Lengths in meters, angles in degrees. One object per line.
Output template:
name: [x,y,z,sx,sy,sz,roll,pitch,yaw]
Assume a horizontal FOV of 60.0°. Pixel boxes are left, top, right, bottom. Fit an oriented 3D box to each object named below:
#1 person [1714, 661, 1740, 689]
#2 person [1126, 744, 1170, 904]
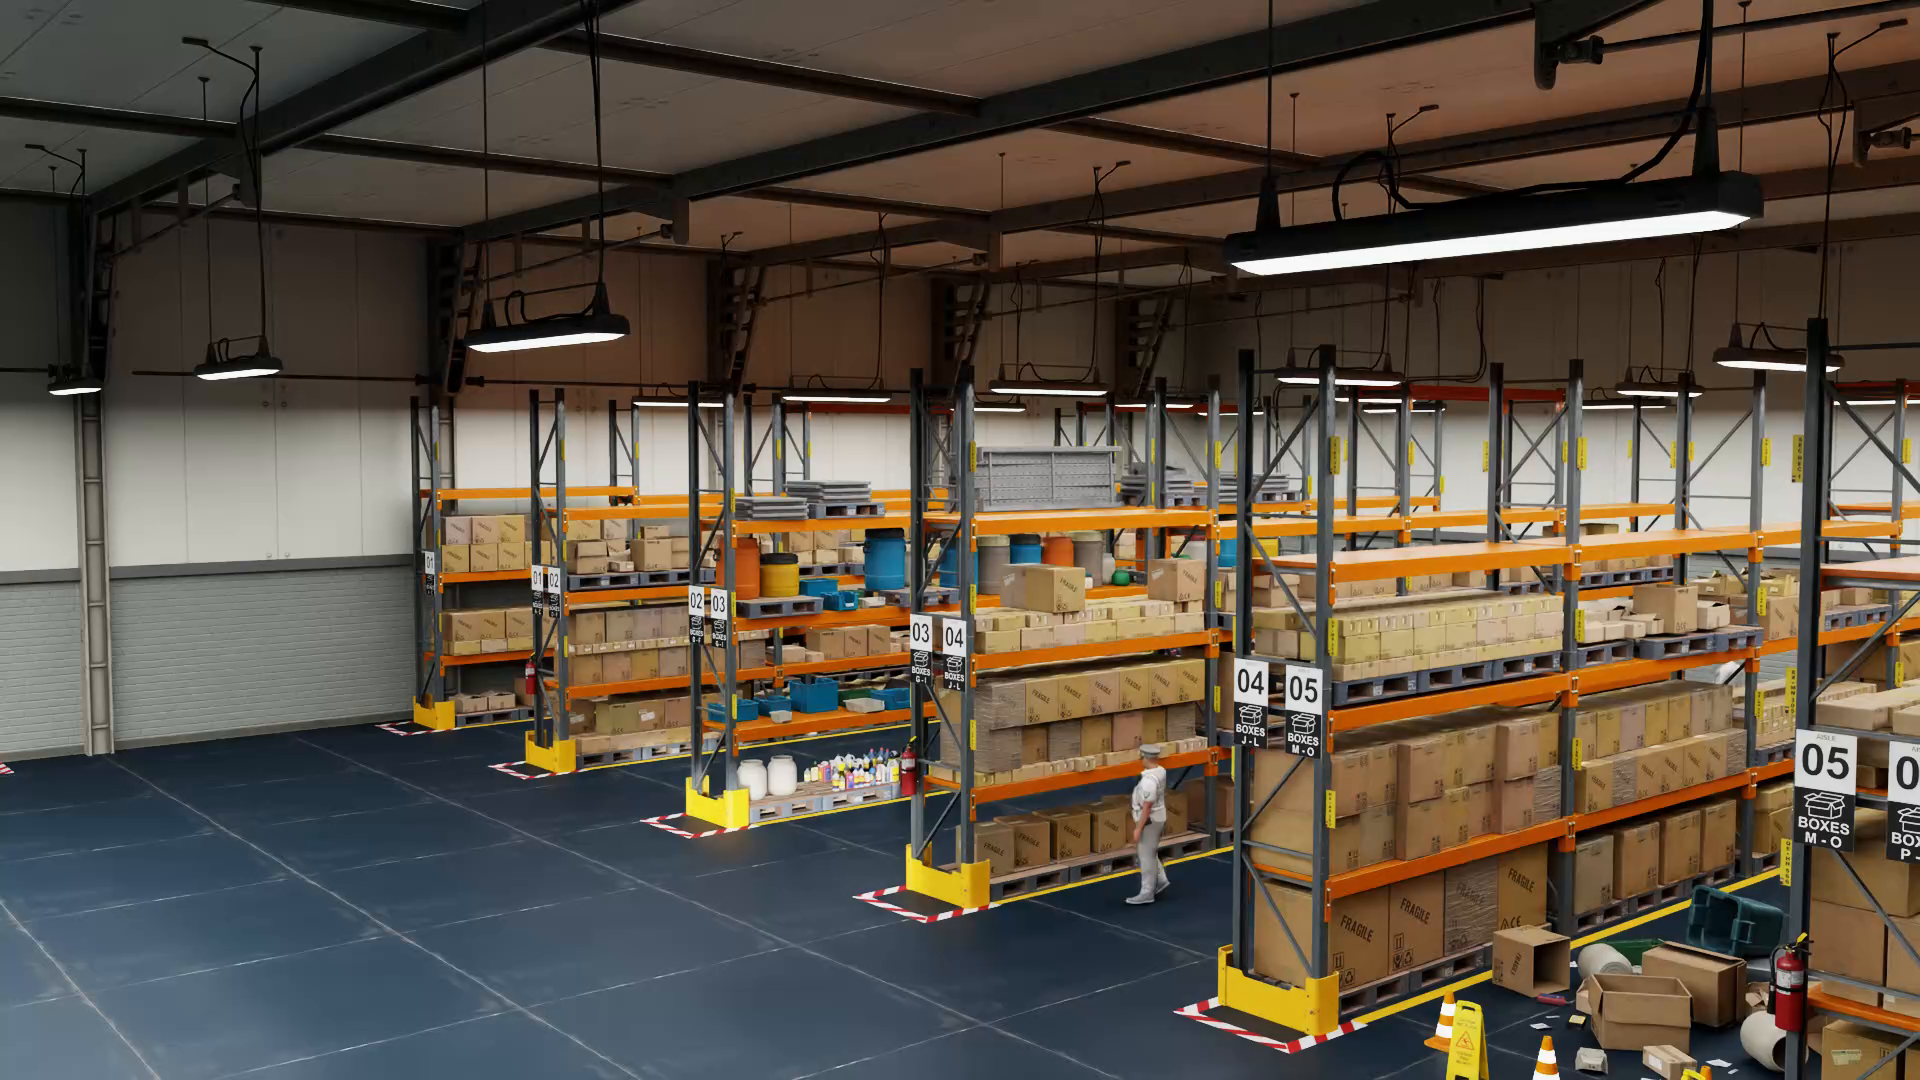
person: [12.547,2.664,27.404,0.606,1.782,0.440,-2,4,-33]
person: [2.129,3.190,18.732,0.473,1.783,0.653,1,3,11]
